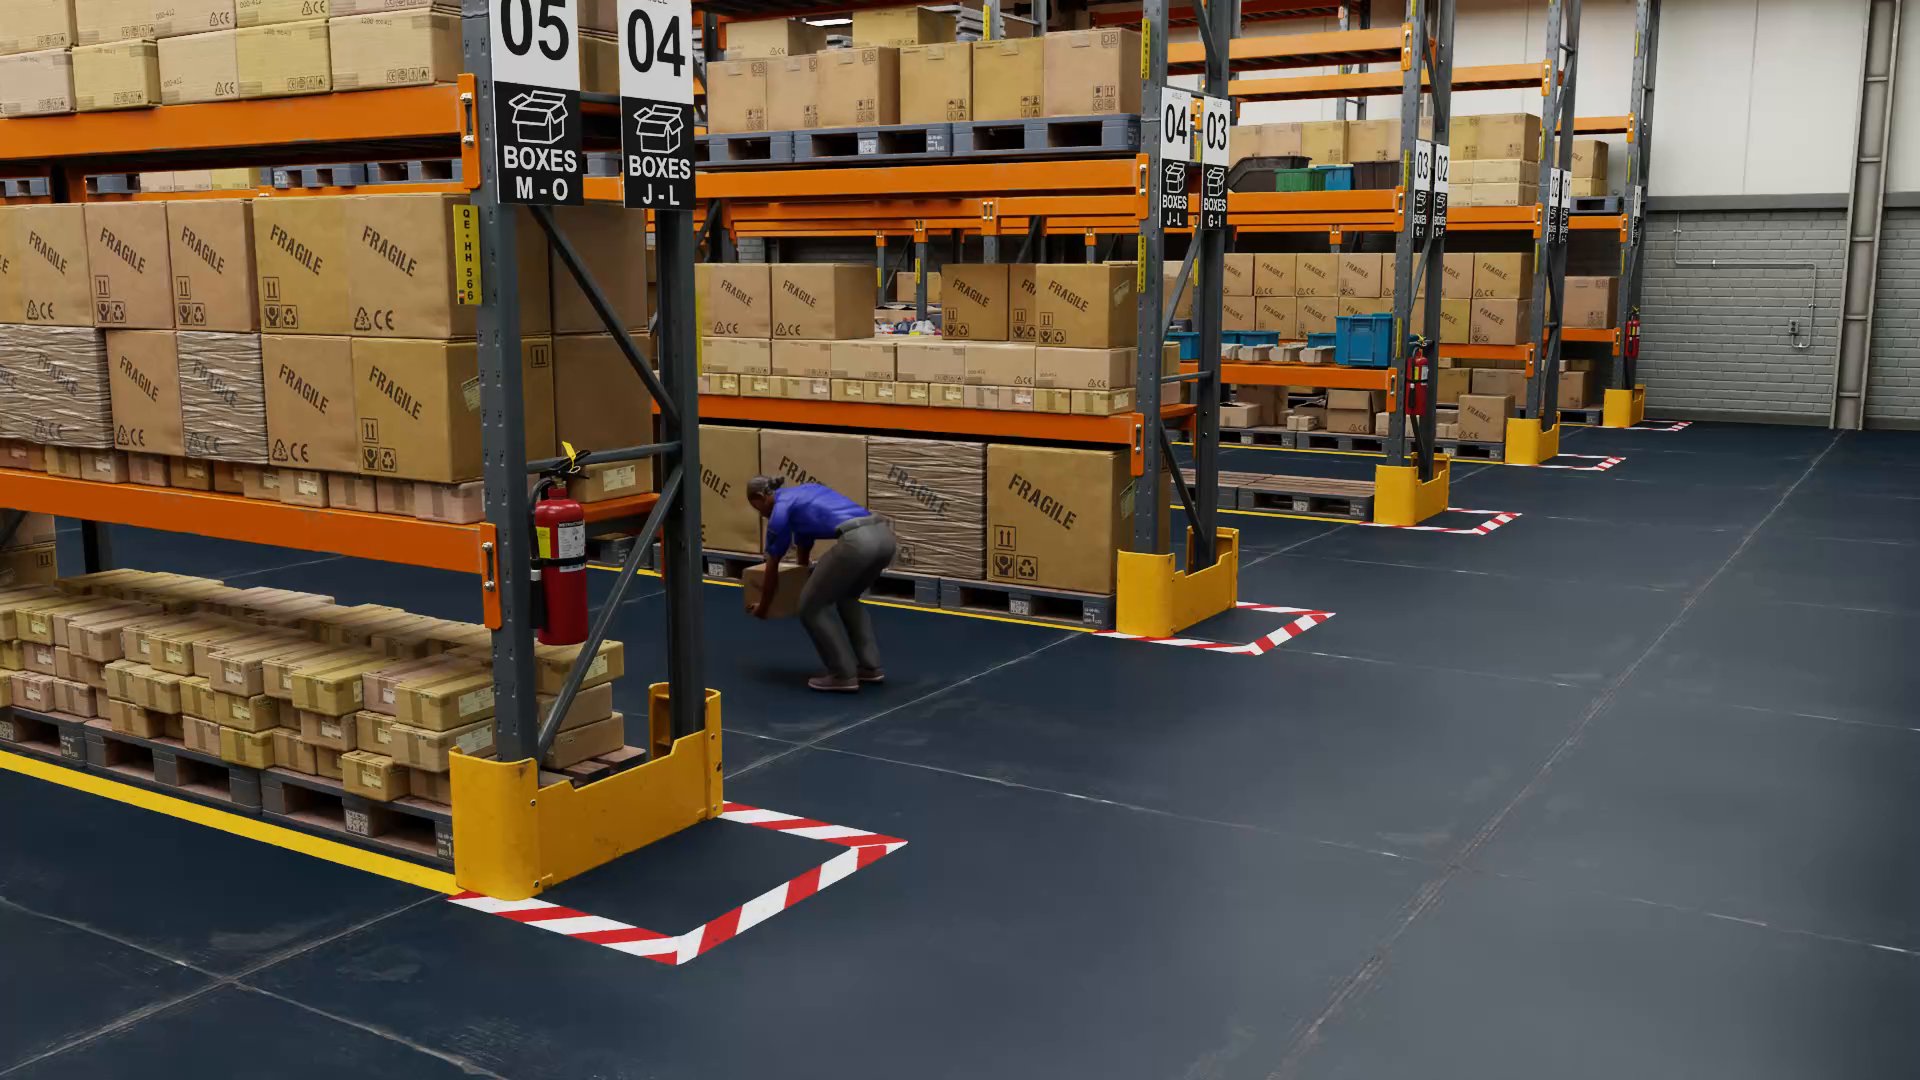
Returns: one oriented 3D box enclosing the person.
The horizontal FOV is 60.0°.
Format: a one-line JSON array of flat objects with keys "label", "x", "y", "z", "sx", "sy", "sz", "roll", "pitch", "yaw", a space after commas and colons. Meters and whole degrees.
[{"label": "person", "x": -0.754, "y": 0.214, "z": 8.811, "sx": 0.851, "sy": 1.105, "sz": 0.450, "roll": 5, "pitch": 11, "yaw": 28}]
